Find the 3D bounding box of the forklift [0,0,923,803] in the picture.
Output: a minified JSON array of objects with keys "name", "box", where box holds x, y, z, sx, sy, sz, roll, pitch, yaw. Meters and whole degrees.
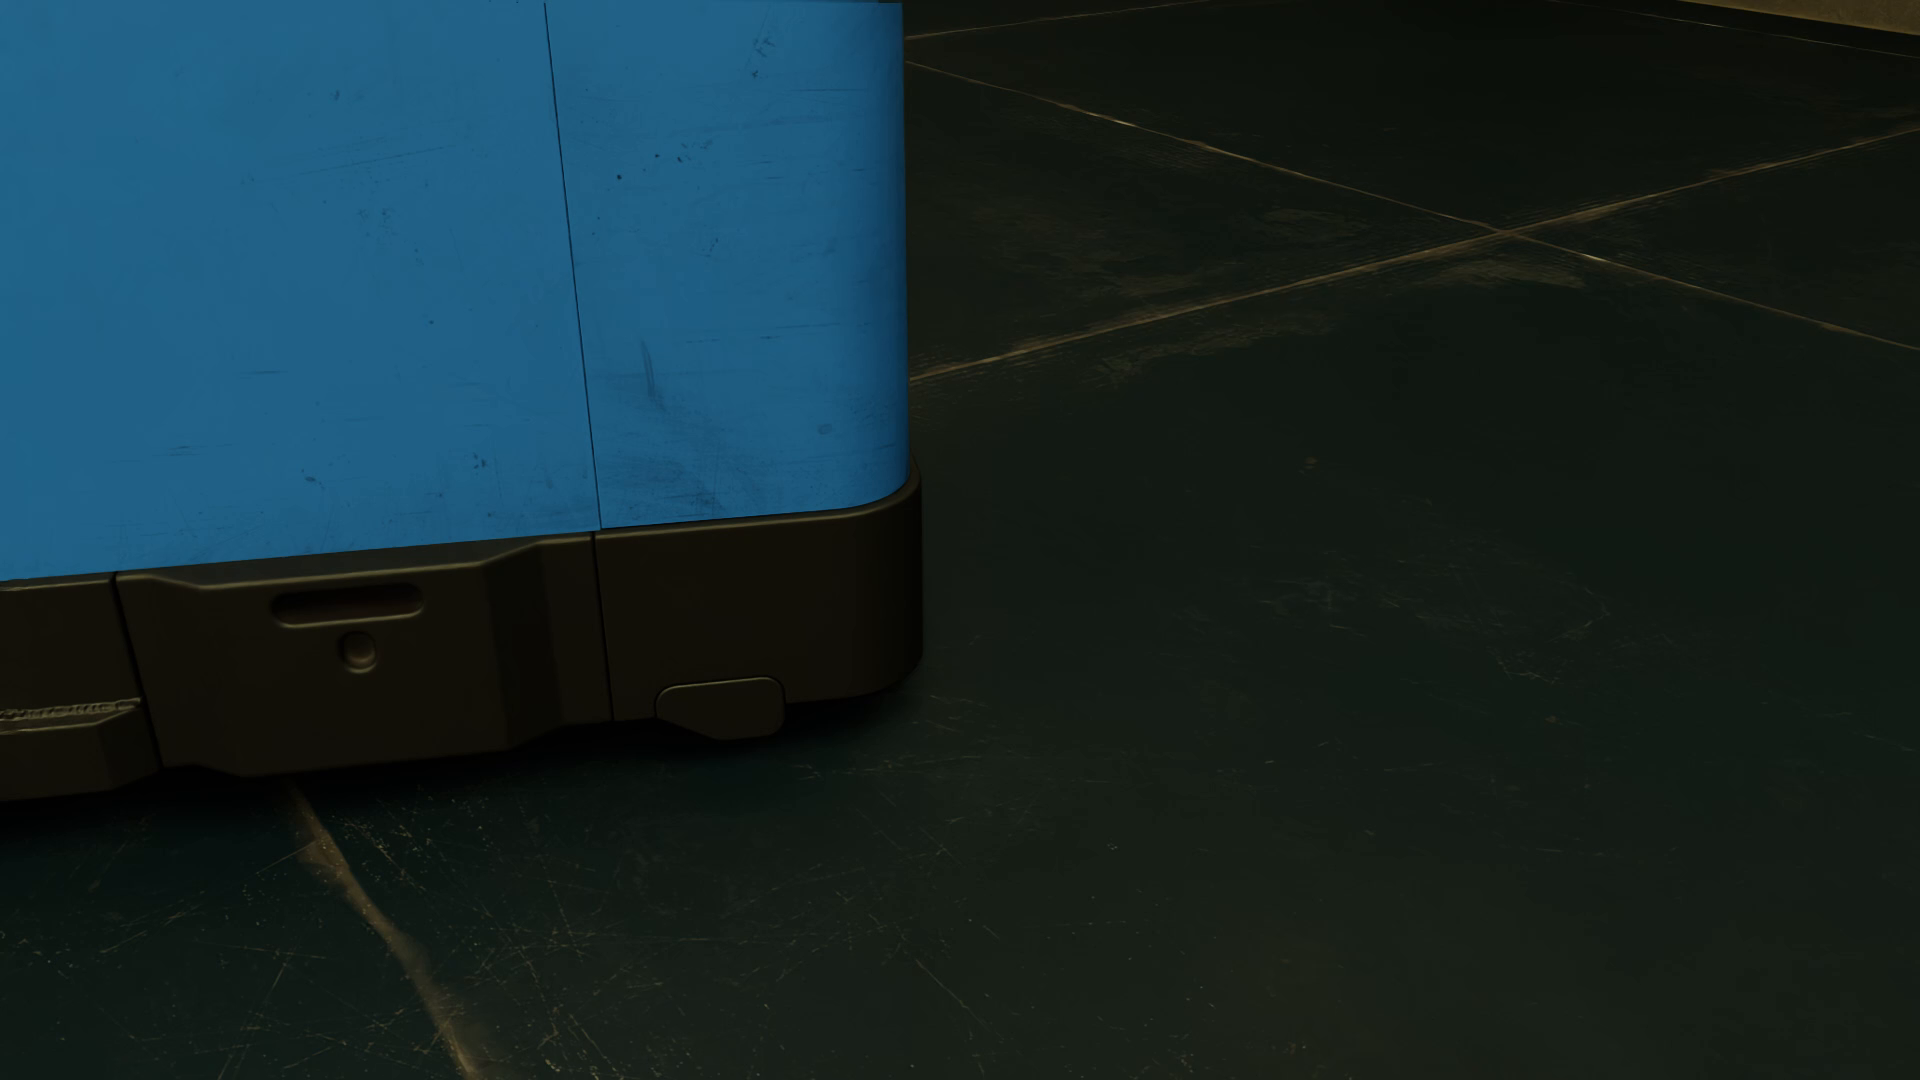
[{"name":"forklift","box":[-1.615,-1.167,1.557,3.031,2.935,1.130,-5,27,-10]}]
